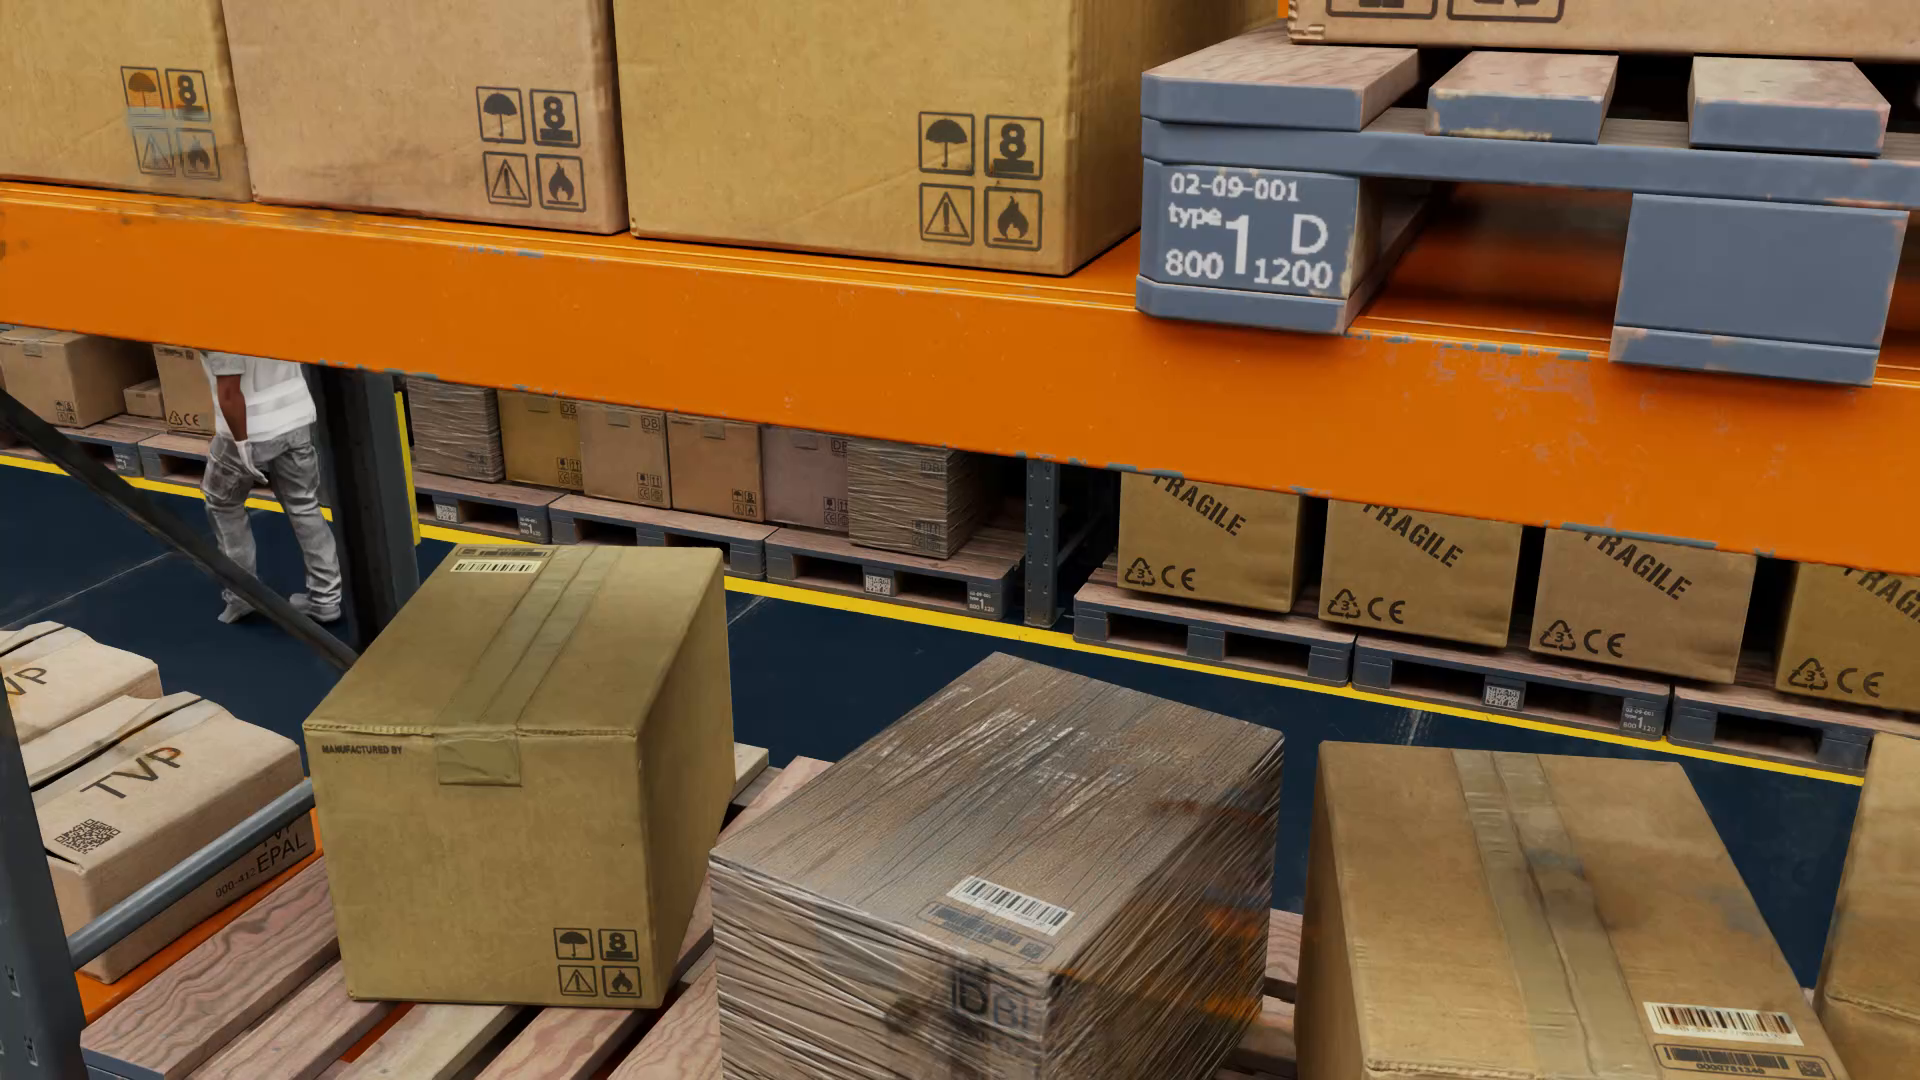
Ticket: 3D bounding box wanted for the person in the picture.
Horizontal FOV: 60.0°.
[{"bbox_3d":[-3.060,-0.460,7.253,0.602,1.854,0.544,12,25,28],"label":"person"}]
